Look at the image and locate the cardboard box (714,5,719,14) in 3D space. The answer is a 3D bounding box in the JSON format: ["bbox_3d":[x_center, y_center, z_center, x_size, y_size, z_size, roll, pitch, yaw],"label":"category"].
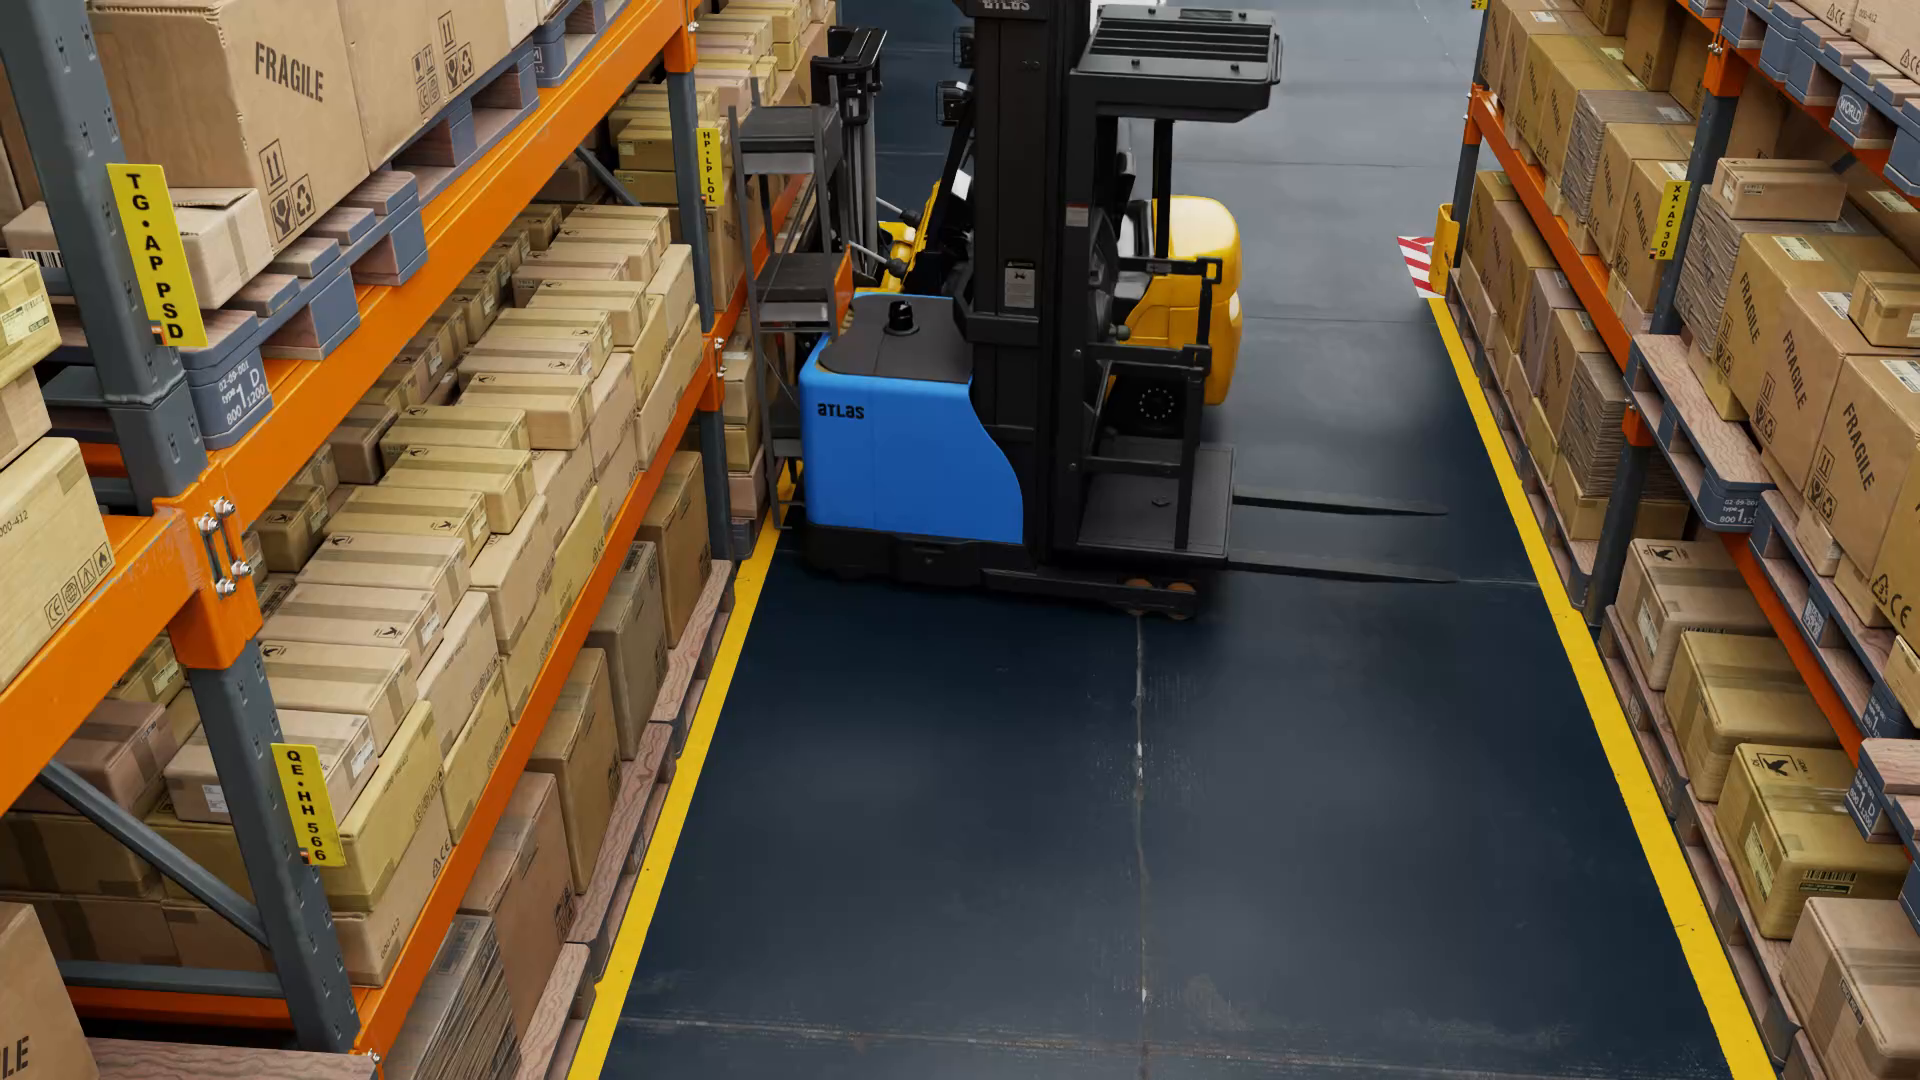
[{"bbox_3d":[-1.518,-3.076,9.668,0.380,0.149,0.250,2,32,3],"label":"cardboard box"}]

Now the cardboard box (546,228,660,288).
[{"bbox_3d":[-1.383,-1.091,6.447,0.380,0.149,0.250,2,32,3],"label":"cardboard box"}]

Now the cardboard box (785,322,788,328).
[{"bbox_3d":[-1.141,-1.297,8.763,0.500,0.250,0.500,3,32,6],"label":"cardboard box"}]

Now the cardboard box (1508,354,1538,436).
[{"bbox_3d":[3.233,-0.759,8.844,0.500,0.250,0.500,3,32,5],"label":"cardboard box"}]

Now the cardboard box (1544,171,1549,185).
[{"bbox_3d":[3.290,-1.889,8.696,0.380,0.149,0.250,2,32,3],"label":"cardboard box"}]

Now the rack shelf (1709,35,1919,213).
[{"bbox_3d":[3.211,-0.811,4.533,1.077,0.370,4.000,2,32,4],"label":"rack shelf"}]

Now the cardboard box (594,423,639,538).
[{"bbox_3d":[-1.460,-0.236,5.917,0.500,0.250,0.500,3,32,4],"label":"cardboard box"}]

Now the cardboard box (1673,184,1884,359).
[{"bbox_3d":[3.050,-1.001,6.236,0.500,0.500,0.500,3,32,5],"label":"cardboard box"}]

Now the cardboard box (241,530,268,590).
[{"bbox_3d":[-2.132,0.092,4.527,0.380,0.149,0.250,2,32,3],"label":"cardboard box"}]

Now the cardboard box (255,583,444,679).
[{"bbox_3d":[-1.564,0.248,4.275,0.380,0.149,0.250,3,32,5],"label":"cardboard box"}]

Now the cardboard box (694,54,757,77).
[{"bbox_3d":[-1.192,-2.237,8.023,0.380,0.149,0.250,2,32,3],"label":"cardboard box"}]

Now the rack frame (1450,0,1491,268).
[{"bbox_3d":[3.699,-2.977,10.222,1.000,3.000,0.127,2,32,4],"label":"rack frame"}]

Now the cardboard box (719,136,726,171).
[{"bbox_3d":[-1.266,-1.706,7.445,0.380,0.149,0.250,3,32,5],"label":"cardboard box"}]

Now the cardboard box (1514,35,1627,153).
[{"bbox_3d":[3.305,-2.373,8.863,0.500,0.500,0.500,2,32,3],"label":"cardboard box"}]

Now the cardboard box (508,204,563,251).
[{"bbox_3d":[-1.816,-1.240,6.690,0.380,0.149,0.250,2,32,3],"label":"cardboard box"}]

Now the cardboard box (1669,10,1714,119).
[{"bbox_3d":[3.757,-2.229,7.676,0.700,0.500,0.500,2,32,3],"label":"cardboard box"}]

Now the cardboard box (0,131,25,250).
[{"bbox_3d":[-2.096,-0.829,3.524,0.500,0.250,0.500,2,32,4],"label":"cardboard box"}]

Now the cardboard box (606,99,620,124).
[{"bbox_3d":[-1.779,-1.990,7.622,0.380,0.149,0.250,2,32,4],"label":"cardboard box"}]

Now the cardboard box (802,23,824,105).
[{"bbox_3d":[-1.078,-2.691,9.662,0.500,0.500,0.500,3,32,6],"label":"cardboard box"}]

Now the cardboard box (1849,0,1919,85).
[{"bbox_3d":[2.867,-1.460,4.643,0.500,0.250,0.500,2,32,3],"label":"cardboard box"}]

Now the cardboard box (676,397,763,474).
[{"bbox_3d":[-1.227,-0.557,8.038,0.500,0.250,0.500,2,32,4],"label":"cardboard box"}]

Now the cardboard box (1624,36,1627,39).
[{"bbox_3d":[3.884,-2.589,9.214,0.500,0.500,0.500,3,32,4],"label":"cardboard box"}]

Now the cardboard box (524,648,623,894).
[{"bbox_3d":[-1.735,0.808,5.943,0.875,0.625,0.625,1,32,2],"label":"cardboard box"}]

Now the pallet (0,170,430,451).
[{"bbox_3d":[-1.933,-0.560,3.620,1.213,0.211,1.003,4,32,6],"label":"pallet"}]

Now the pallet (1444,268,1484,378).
[{"bbox_3d":[3.592,-1.327,10.203,1.003,0.211,1.213,2,32,4],"label":"pallet"}]

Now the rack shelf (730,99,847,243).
[{"bbox_3d":[-0.771,-1.686,7.583,0.431,0.518,0.480,0,30,6],"label":"rack shelf"}]

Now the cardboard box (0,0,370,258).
[{"bbox_3d":[-1.598,-0.914,3.423,0.500,0.500,0.500,3,32,4],"label":"cardboard box"}]

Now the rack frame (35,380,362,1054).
[{"bbox_3d":[-1.899,0.996,3.775,1.000,3.000,0.127,2,32,4],"label":"rack frame"}]

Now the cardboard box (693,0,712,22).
[{"bbox_3d":[-1.582,-2.925,9.140,0.380,0.149,0.250,3,32,6],"label":"cardboard box"}]

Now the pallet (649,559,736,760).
[{"bbox_3d":[-1.595,0.478,7.273,1.003,0.211,1.213,2,32,4],"label":"pallet"}]

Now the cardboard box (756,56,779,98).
[{"bbox_3d":[-1.140,-2.378,8.536,0.380,0.149,0.250,2,32,3],"label":"cardboard box"}]

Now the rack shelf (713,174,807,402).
[{"bbox_3d":[-1.411,-1.836,9.055,1.077,0.370,4.000,2,32,4],"label":"rack shelf"}]

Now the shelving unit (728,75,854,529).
[{"bbox_3d":[-0.743,-1.089,7.920,0.431,2.100,0.503,0,30,6],"label":"shelving unit"}]

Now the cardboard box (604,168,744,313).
[{"bbox_3d":[-1.277,-1.359,7.501,0.500,0.500,0.500,2,32,3],"label":"cardboard box"}]

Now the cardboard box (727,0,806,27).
[{"bbox_3d":[-1.056,-2.900,9.100,0.380,0.149,0.250,3,32,5],"label":"cardboard box"}]

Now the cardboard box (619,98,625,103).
[{"bbox_3d":[-1.805,-2.001,7.925,0.380,0.149,0.250,3,32,4],"label":"cardboard box"}]

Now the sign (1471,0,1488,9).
[{"bbox_3d":[3.159,-3.369,10.033,0.100,0.325,0.005,2,32,4],"label":"sign"}]

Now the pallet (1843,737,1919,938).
[{"bbox_3d":[3.000,0.910,4.097,1.213,0.211,1.003,2,32,4],"label":"pallet"}]

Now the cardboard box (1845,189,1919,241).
[{"bbox_3d":[3.565,-0.982,6.206,0.500,0.500,0.500,2,32,3],"label":"cardboard box"}]

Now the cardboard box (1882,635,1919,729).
[{"bbox_3d":[2.803,0.400,4.582,0.380,0.149,0.250,3,32,5],"label":"cardboard box"}]

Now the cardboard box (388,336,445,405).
[{"bbox_3d":[-1.973,-0.576,5.611,0.380,0.149,0.250,2,32,4],"label":"cardboard box"}]

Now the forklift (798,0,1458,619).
[{"bbox_3d":[0.823,-1.186,7.380,3.031,2.935,1.130,5,32,9],"label":"forklift"}]

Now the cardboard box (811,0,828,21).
[{"bbox_3d":[-0.988,-3.178,9.834,0.380,0.149,0.250,3,32,5],"label":"cardboard box"}]

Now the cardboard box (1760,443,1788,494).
[{"bbox_3d":[2.975,-0.268,5.665,0.380,0.149,0.250,3,32,5],"label":"cardboard box"}]

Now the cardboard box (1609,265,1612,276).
[{"bbox_3d":[3.209,-1.224,7.616,0.380,0.149,0.250,3,32,4],"label":"cardboard box"}]

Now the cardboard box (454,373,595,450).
[{"bbox_3d":[-1.399,-0.415,5.351,0.380,0.149,0.250,2,32,3],"label":"cardboard box"}]

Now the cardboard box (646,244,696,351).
[{"bbox_3d":[-1.359,-0.977,6.643,0.500,0.250,0.500,2,32,3],"label":"cardboard box"}]

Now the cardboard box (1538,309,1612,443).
[{"bbox_3d":[3.194,-0.800,8.195,0.500,0.500,0.500,3,32,5],"label":"cardboard box"}]

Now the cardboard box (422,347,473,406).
[{"bbox_3d":[-1.975,-0.460,5.804,0.500,0.250,0.500,2,32,3],"label":"cardboard box"}]

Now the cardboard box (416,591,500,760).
[{"bbox_3d":[-1.578,0.363,4.468,0.500,0.250,0.500,3,32,6],"label":"cardboard box"}]
